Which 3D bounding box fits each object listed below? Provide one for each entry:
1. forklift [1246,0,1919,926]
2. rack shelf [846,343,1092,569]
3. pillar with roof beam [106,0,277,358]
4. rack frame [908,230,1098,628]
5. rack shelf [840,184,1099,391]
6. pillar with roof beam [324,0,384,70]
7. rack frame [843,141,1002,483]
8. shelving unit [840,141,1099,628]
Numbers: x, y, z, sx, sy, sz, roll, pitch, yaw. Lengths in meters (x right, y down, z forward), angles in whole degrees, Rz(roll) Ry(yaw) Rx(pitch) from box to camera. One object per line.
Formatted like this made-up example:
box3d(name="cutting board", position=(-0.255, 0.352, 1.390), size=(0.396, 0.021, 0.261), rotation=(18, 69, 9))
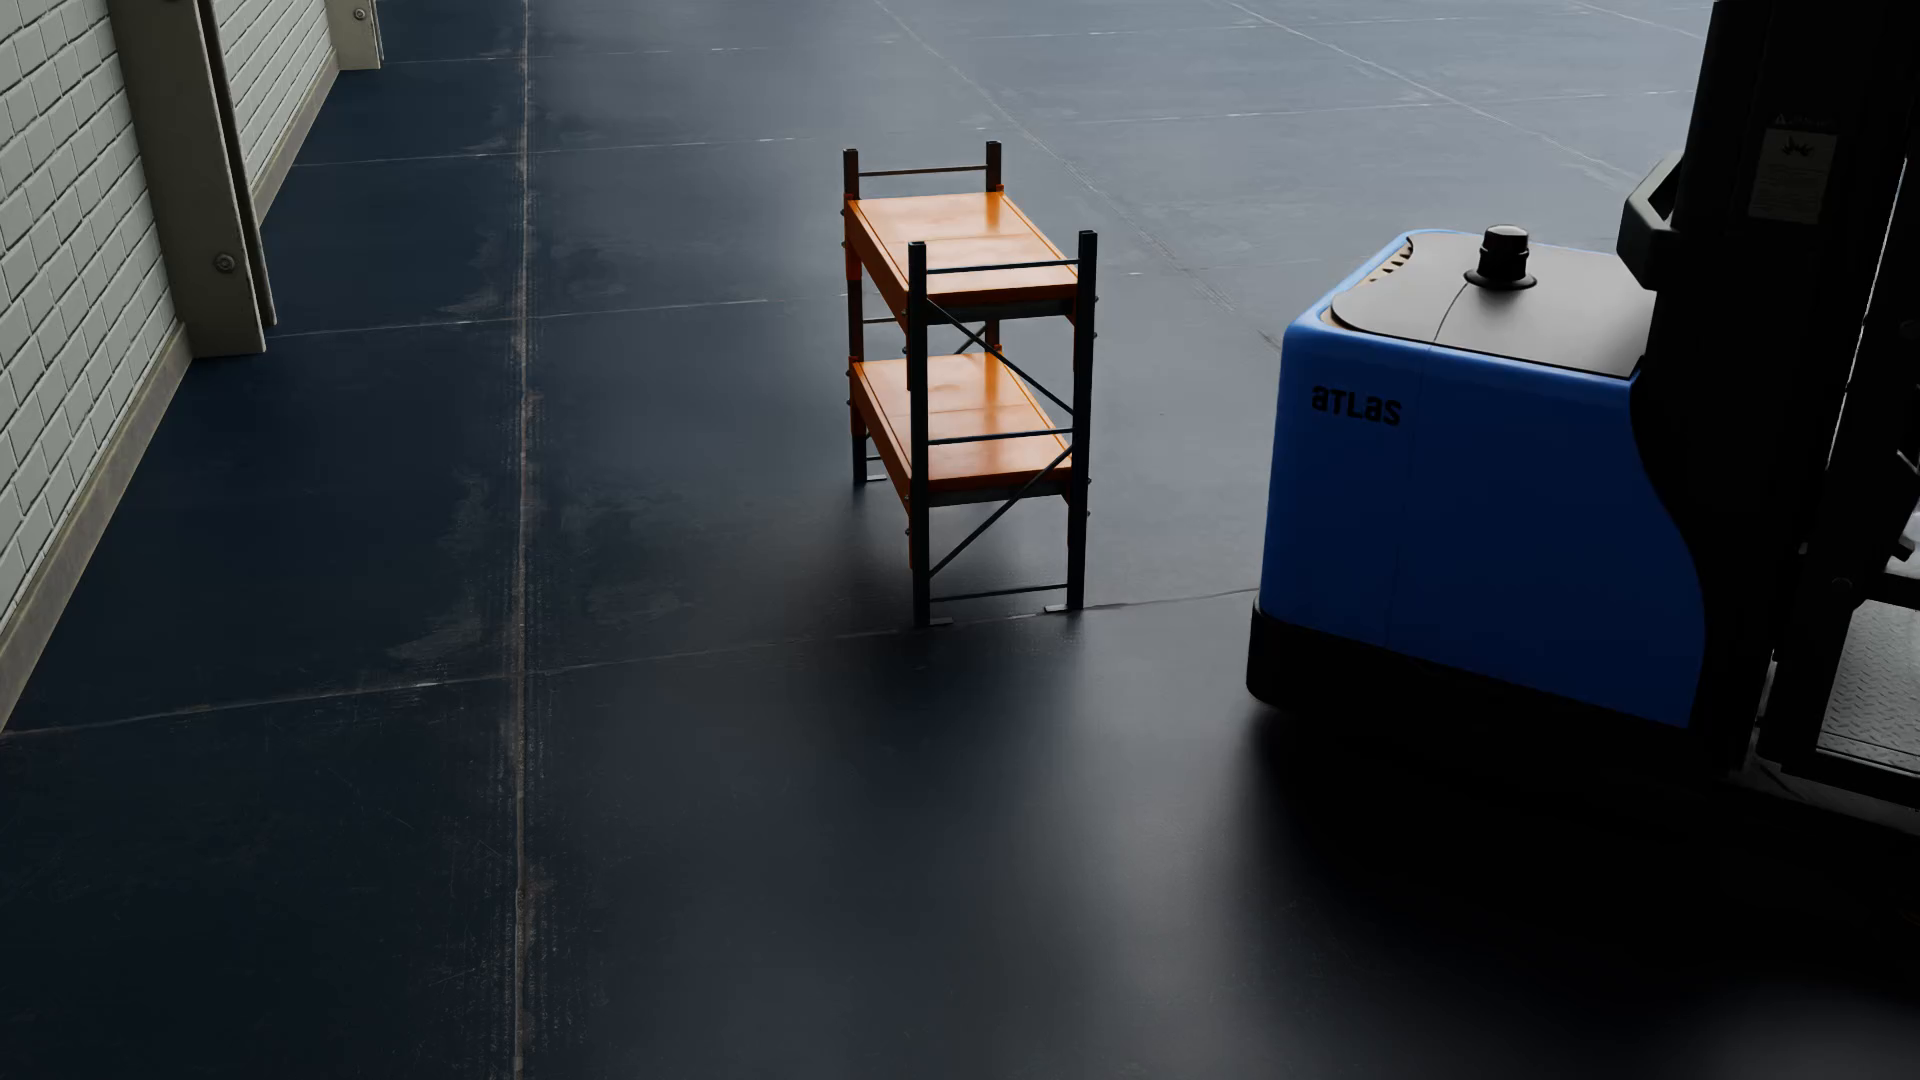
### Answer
box3d(name="forklift", position=(2.276, -0.700, 3.383), size=(3.031, 2.935, 1.130), rotation=(15, 30, 27))
box3d(name="rack shelf", position=(-0.002, -0.287, 5.113), size=(0.538, 0.278, 1.000), rotation=(-6, 27, -12))
box3d(name="pillar with roof beam", position=(1.170, -5.288, 5.740), size=(9.100, 9.000, 0.400), rotation=(-6, 27, -12))
box3d(name="rack frame", position=(0.113, -0.282, 4.560), size=(0.500, 1.125, 0.032), rotation=(-6, 27, -12))
box3d(name="rack shelf", position=(-0.002, -0.766, 4.871), size=(0.538, 0.278, 1.000), rotation=(-6, 27, -12))
box3d(name="pillar with roof beam", position=(-0.182, -7.922, 10.958), size=(9.100, 9.000, 0.400), rotation=(-6, 27, -12))
box3d(name="rack frame", position=(-0.116, -0.728, 5.445), size=(0.500, 1.125, 0.032), rotation=(-6, 27, -12))
box3d(name="shelving unit", position=(-0.002, -0.505, 5.002), size=(0.538, 1.125, 1.048), rotation=(-6, 27, -12))
